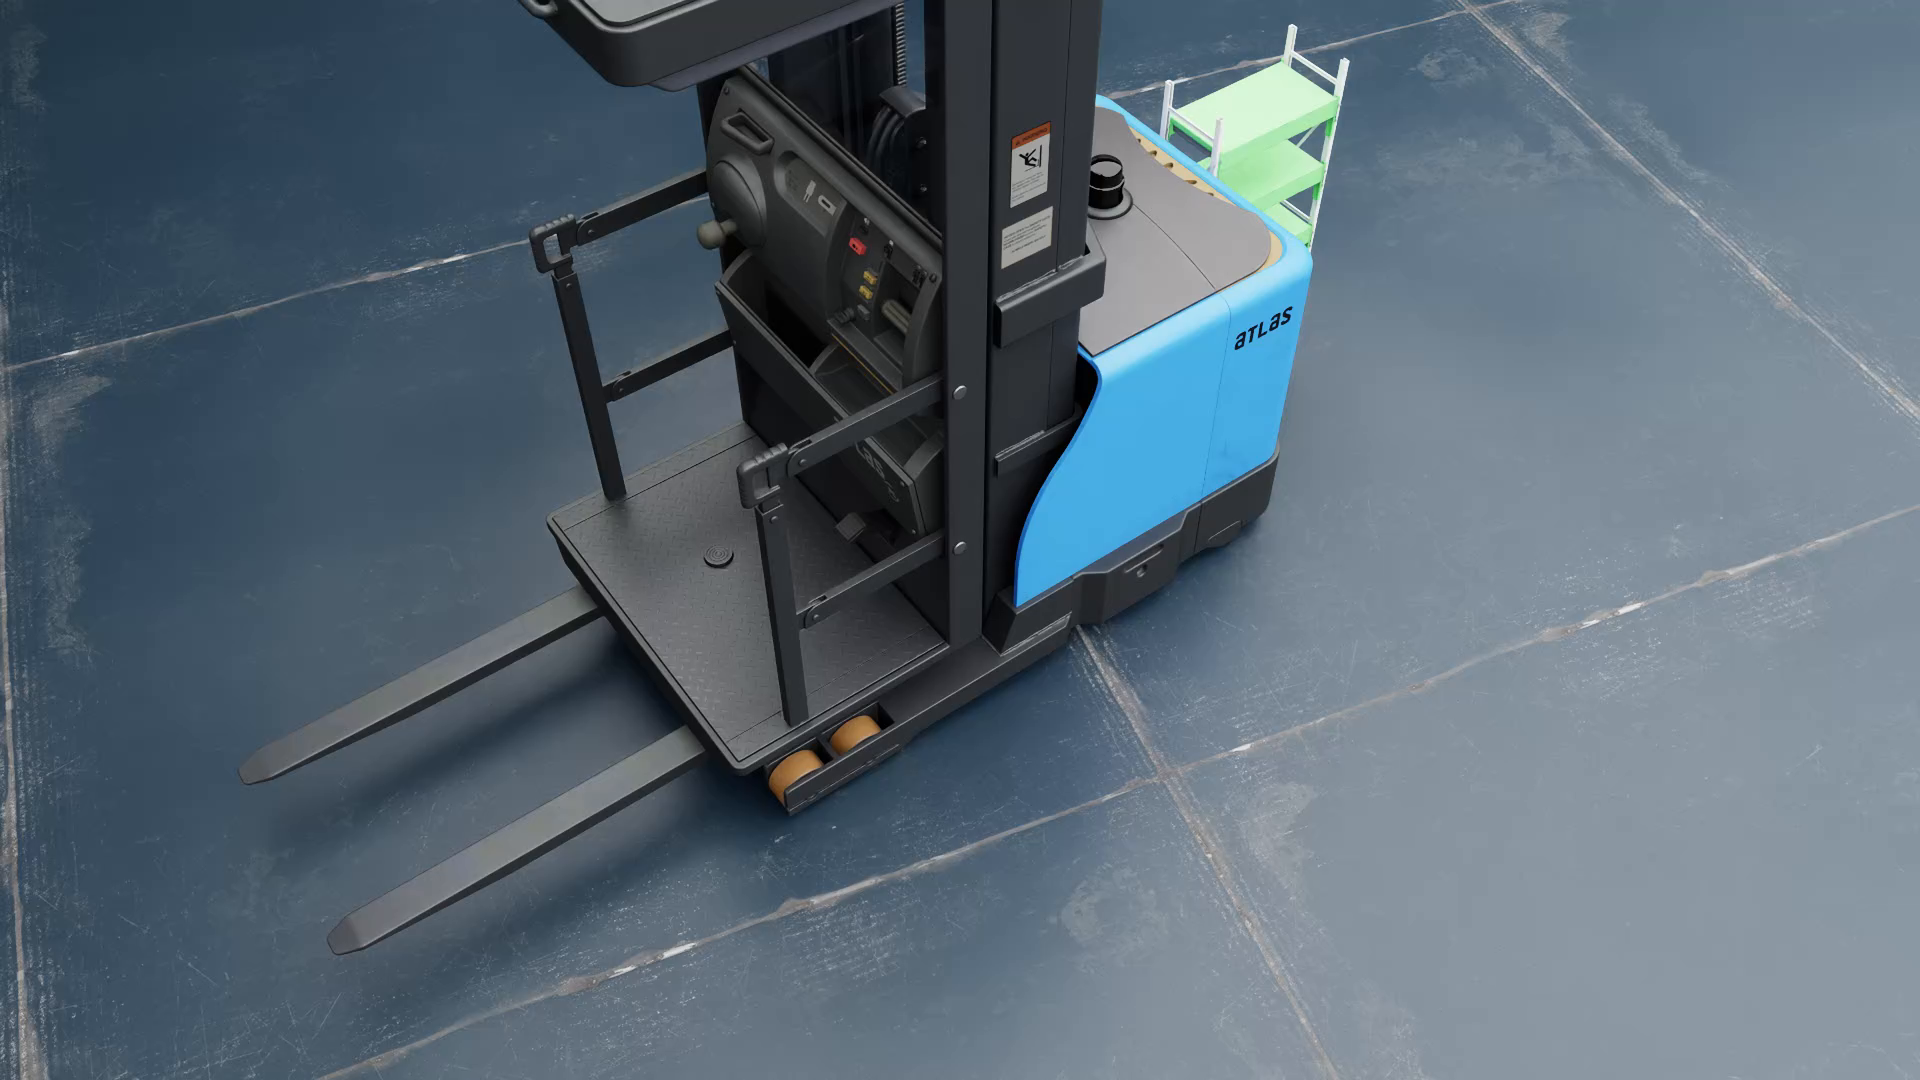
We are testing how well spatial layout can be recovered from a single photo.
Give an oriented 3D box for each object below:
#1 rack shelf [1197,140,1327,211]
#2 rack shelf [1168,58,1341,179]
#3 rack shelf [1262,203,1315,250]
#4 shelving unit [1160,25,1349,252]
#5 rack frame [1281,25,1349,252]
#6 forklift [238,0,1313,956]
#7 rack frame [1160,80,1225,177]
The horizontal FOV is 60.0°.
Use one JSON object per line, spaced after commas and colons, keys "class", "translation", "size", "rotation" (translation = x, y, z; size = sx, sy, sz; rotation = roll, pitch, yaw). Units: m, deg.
{"class": "rack shelf", "translation": [0.868, -1.088, 5.161], "size": [0.480, 0.148, 0.258], "rotation": [-29, 55, -23]}
{"class": "rack shelf", "translation": [0.868, -1.244, 4.979], "size": [0.480, 0.148, 0.258], "rotation": [-29, 55, -23]}
{"class": "rack shelf", "translation": [0.868, -0.931, 5.343], "size": [0.480, 0.148, 0.258], "rotation": [-29, 55, -23]}
{"class": "shelving unit", "translation": [0.868, -0.973, 5.295], "size": [0.503, 1.200, 0.258], "rotation": [-29, 55, -23]}
{"class": "rack frame", "translation": [1.064, -1.083, 5.389], "size": [0.015, 1.200, 0.240], "rotation": [-29, 55, -23]}
{"class": "forklift", "translation": [-0.509, -0.672, 3.895], "size": [3.031, 2.935, 1.130], "rotation": [-29, 55, -23]}
{"class": "rack frame", "translation": [0.671, -0.863, 5.201], "size": [0.015, 1.200, 0.240], "rotation": [-29, 55, -23]}
